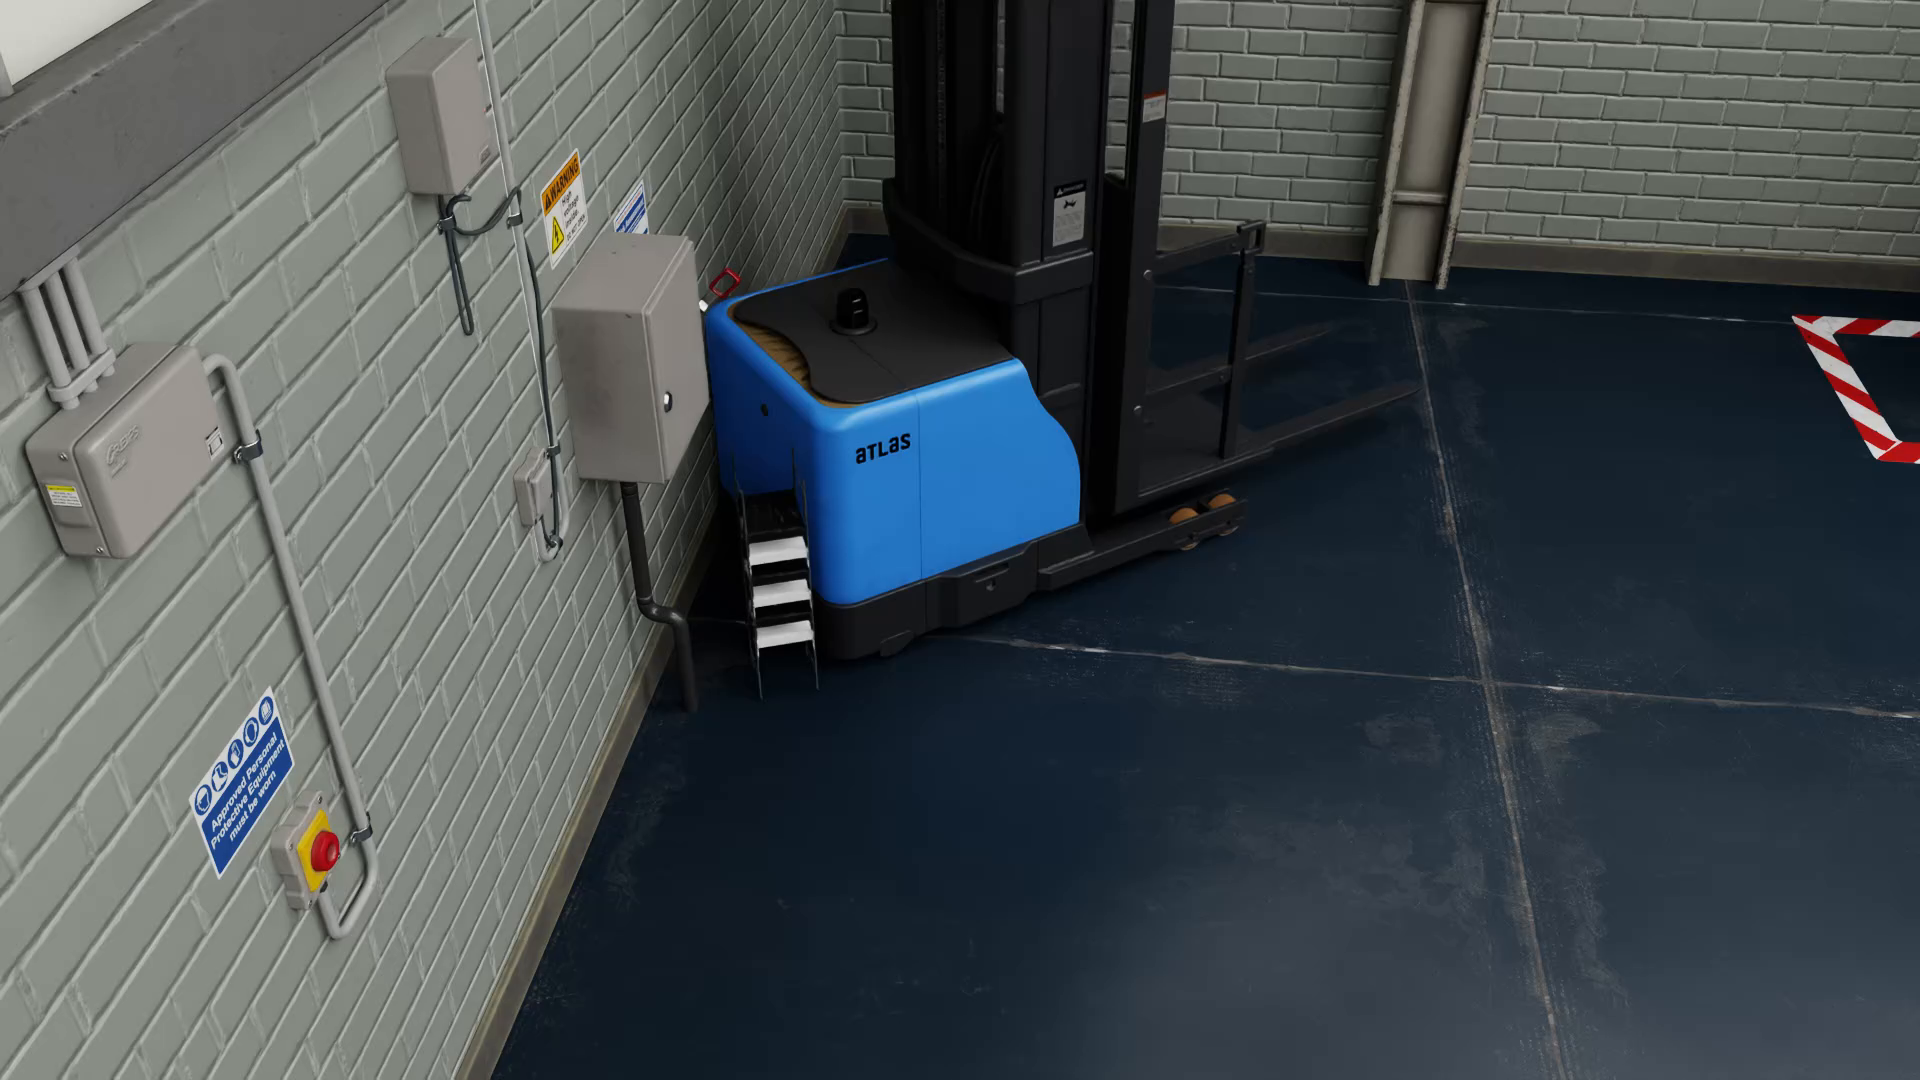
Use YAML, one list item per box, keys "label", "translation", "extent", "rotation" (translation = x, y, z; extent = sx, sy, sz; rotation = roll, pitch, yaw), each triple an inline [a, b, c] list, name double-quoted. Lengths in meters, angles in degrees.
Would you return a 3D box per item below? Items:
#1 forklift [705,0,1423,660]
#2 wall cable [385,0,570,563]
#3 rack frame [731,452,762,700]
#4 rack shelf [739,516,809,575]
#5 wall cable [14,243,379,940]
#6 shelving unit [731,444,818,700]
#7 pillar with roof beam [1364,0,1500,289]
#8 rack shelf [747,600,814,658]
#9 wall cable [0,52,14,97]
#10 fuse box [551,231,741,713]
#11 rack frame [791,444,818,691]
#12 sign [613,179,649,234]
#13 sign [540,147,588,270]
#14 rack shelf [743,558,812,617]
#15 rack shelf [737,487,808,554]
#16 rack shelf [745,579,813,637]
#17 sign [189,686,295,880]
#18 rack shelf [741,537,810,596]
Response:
- label: "forklift"
  translation: [0.572, -1.396, 6.183]
  extent: [3.031, 2.935, 1.130]
  rotation: [-20, 40, -25]
- label: "wall cable"
  translation: [-1.171, -0.671, 4.234]
  extent: [0.122, 1.984, 0.588]
  rotation: [4, 36, 6]
- label: "rack frame"
  translation: [-0.740, 0.138, 5.781]
  extent: [0.006, 0.900, 0.240]
  rotation: [-9, 36, -12]
- label: "rack shelf"
  translation: [-0.642, 0.004, 5.717]
  extent: [0.200, 0.077, 0.258]
  rotation: [-9, 36, -12]
- label: "wall cable"
  translation: [-1.340, 0.134, 3.078]
  extent: [0.123, 1.953, 0.585]
  rotation: [4, 36, 6]
- label: "shelving unit"
  translation: [-0.642, 0.123, 5.802]
  extent: [0.210, 0.900, 0.258]
  rotation: [-9, 36, -12]
- label: "pillar with roof beam"
  translation: [1.776, -2.576, 2.614]
  extent: [0.400, 9.000, 9.100]
  rotation: [4, 36, 6]
- label: "rack shelf"
  translation: [-0.642, 0.297, 5.926]
  extent: [0.200, 0.077, 0.258]
  rotation: [-9, 36, -12]
- label: "wall cable"
  translation: [-1.422, -1.736, 1.437]
  extent: [0.029, 3.000, 0.463]
  rotation: [4, 36, 6]
- label: "fuse box"
  translation: [-0.928, -0.115, 5.438]
  extent: [0.414, 1.711, 0.539]
  rotation: [4, 36, 6]
- label: "rack frame"
  translation: [-0.543, 0.109, 5.823]
  extent: [0.006, 0.900, 0.240]
  rotation: [-9, 36, -12]
- label: "sign"
  translation: [-1.070, -0.900, 5.511]
  extent: [0.001, 0.494, 0.329]
  rotation: [4, 36, 6]
- label: "sign"
  translation: [-1.140, -0.959, 4.800]
  extent: [0.001, 0.242, 0.339]
  rotation: [4, 36, 6]
- label: "rack shelf"
  translation: [-0.642, 0.151, 5.821]
  extent: [0.200, 0.077, 0.258]
  rotation: [-9, 36, -12]
- label: "rack shelf"
  translation: [-0.642, -0.069, 5.664]
  extent: [0.200, 0.077, 0.258]
  rotation: [-9, 36, -12]
- label: "rack shelf"
  translation: [-0.642, 0.224, 5.874]
  extent: [0.200, 0.077, 0.258]
  rotation: [-9, 36, -12]
- label: "sign"
  translation: [-1.407, 0.474, 3.272]
  extent: [0.001, 0.218, 0.327]
  rotation: [4, 36, 6]
- label: "rack shelf"
  translation: [-0.642, 0.077, 5.769]
  extent: [0.200, 0.077, 0.258]
  rotation: [-9, 36, -12]
